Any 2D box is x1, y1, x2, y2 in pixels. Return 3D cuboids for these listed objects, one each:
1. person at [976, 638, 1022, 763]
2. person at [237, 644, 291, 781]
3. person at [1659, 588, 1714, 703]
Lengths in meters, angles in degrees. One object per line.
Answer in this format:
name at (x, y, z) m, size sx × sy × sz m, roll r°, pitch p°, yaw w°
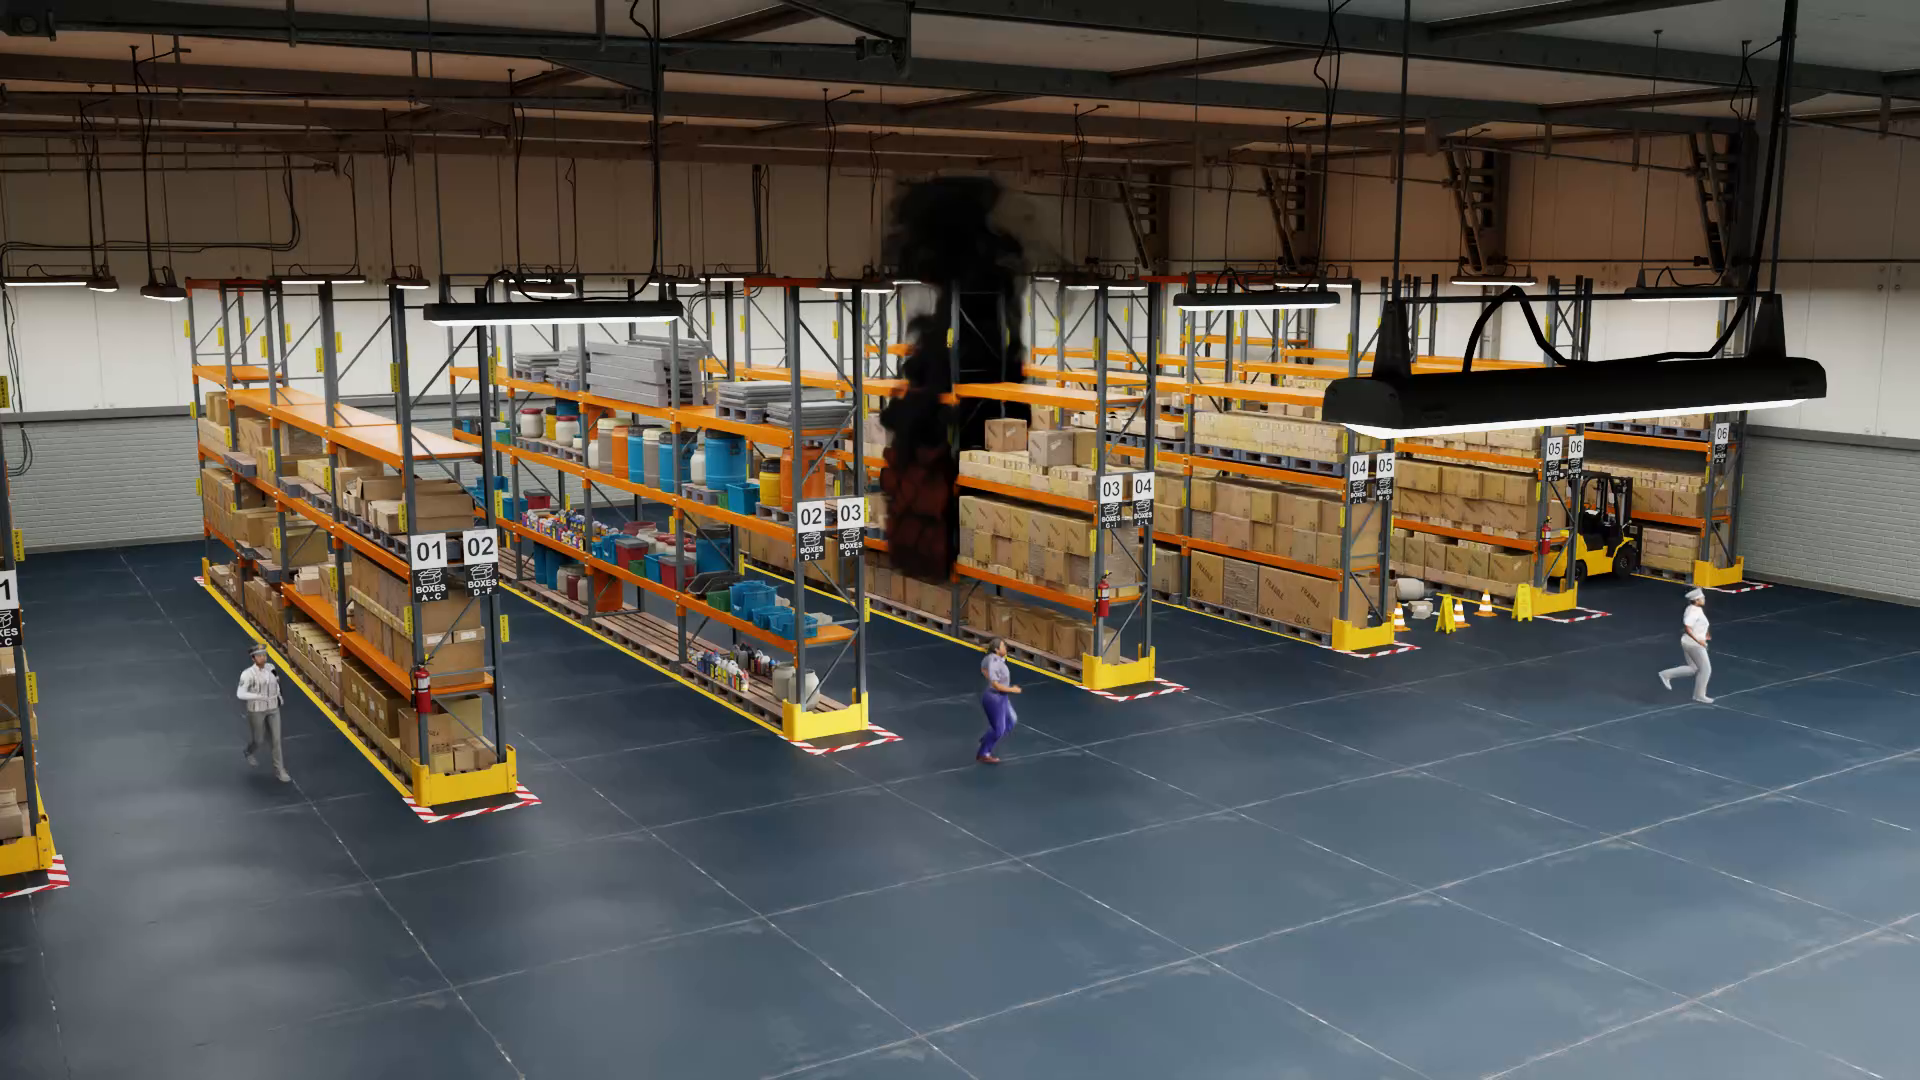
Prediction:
person at (0.496, 2.020, 21.110) m, size 0.578 × 1.607 × 0.630 m, roll 0°, pitch 10°, yaw 2°
person at (-8.524, 2.078, 20.370) m, size 0.958 × 1.667 × 0.617 m, roll 8°, pitch 13°, yaw 41°
person at (10.576, 1.521, 24.040) m, size 0.718 × 1.686 × 0.577 m, roll 2°, pitch 10°, yaw 12°
